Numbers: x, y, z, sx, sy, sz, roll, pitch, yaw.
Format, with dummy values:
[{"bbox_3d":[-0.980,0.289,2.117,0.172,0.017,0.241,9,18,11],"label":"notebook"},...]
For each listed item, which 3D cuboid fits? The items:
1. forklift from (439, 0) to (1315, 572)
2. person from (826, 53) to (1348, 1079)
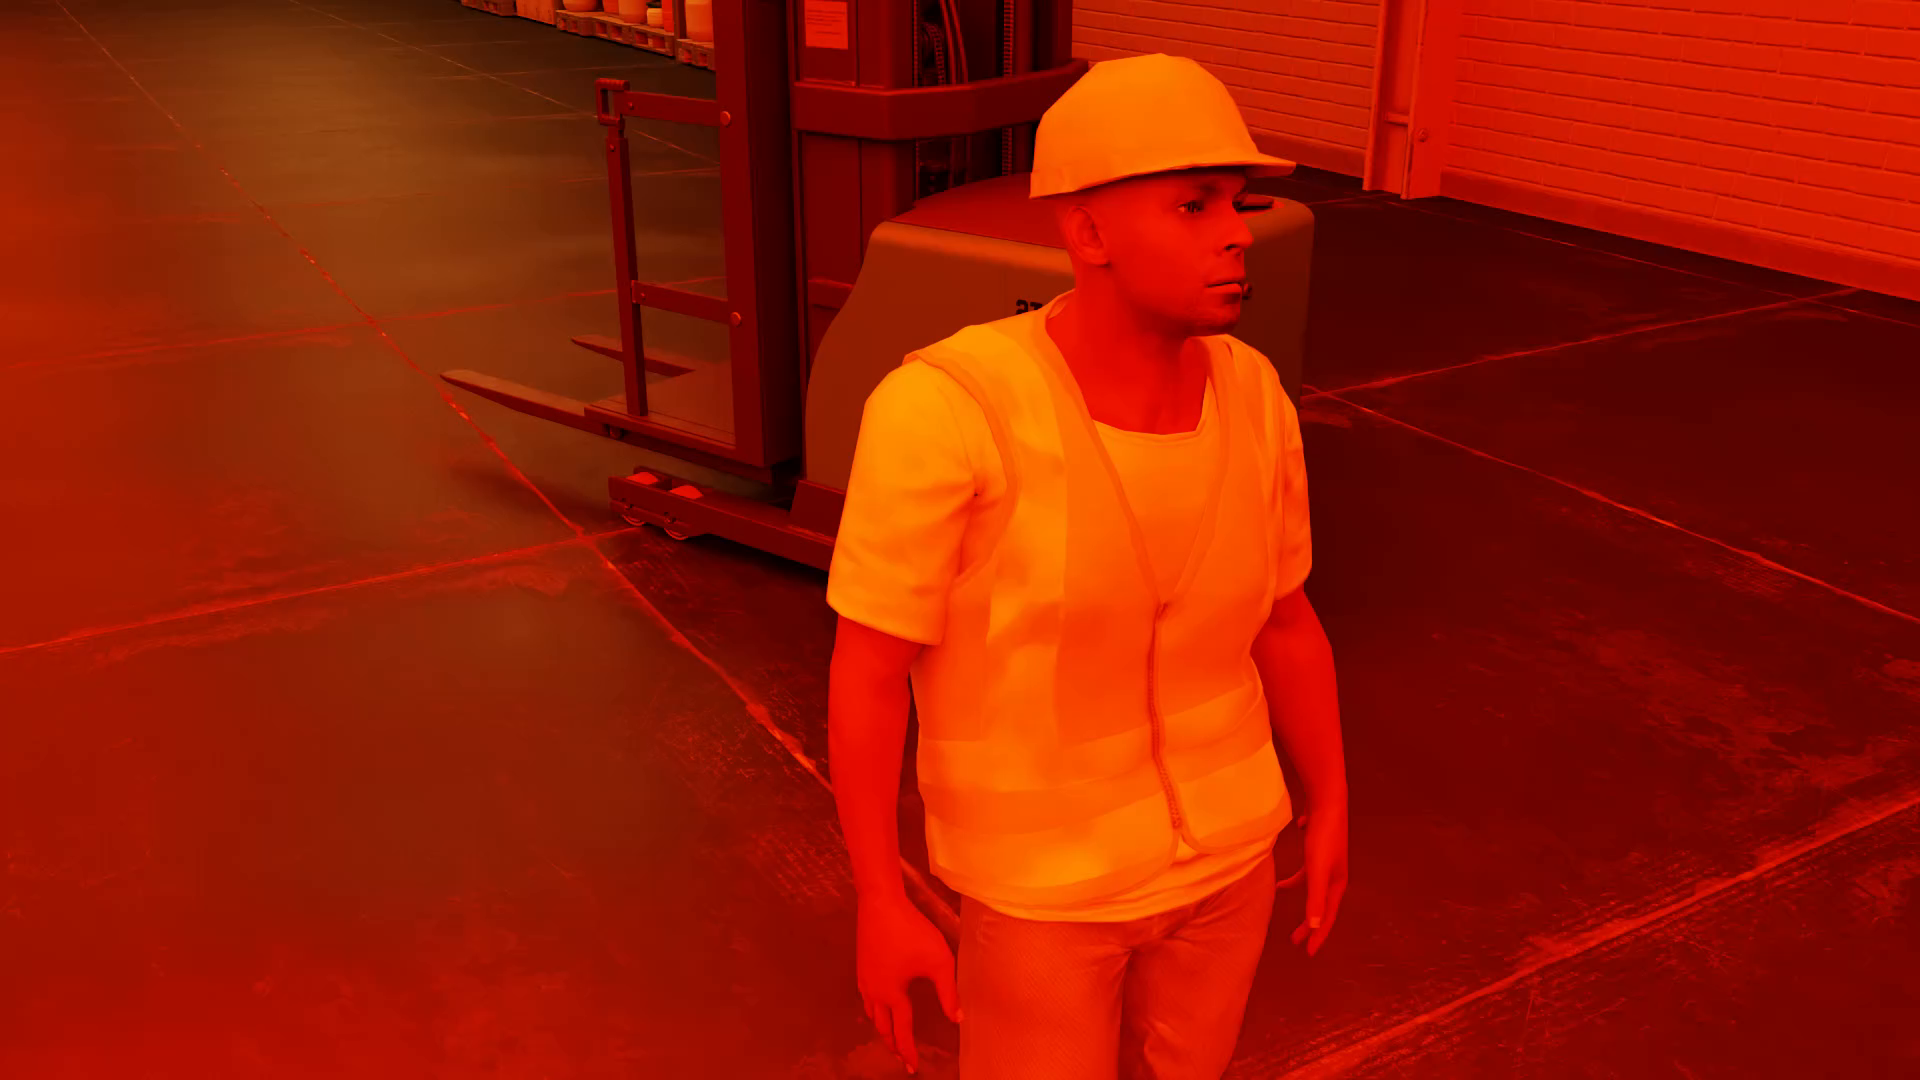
[{"bbox_3d":[-0.481,-1.497,4.922,3.031,2.935,1.130,16,27,34],"label":"forklift"},{"bbox_3d":[0.204,0.385,1.849,0.665,1.765,0.577,-12,25,-27],"label":"person"}]
